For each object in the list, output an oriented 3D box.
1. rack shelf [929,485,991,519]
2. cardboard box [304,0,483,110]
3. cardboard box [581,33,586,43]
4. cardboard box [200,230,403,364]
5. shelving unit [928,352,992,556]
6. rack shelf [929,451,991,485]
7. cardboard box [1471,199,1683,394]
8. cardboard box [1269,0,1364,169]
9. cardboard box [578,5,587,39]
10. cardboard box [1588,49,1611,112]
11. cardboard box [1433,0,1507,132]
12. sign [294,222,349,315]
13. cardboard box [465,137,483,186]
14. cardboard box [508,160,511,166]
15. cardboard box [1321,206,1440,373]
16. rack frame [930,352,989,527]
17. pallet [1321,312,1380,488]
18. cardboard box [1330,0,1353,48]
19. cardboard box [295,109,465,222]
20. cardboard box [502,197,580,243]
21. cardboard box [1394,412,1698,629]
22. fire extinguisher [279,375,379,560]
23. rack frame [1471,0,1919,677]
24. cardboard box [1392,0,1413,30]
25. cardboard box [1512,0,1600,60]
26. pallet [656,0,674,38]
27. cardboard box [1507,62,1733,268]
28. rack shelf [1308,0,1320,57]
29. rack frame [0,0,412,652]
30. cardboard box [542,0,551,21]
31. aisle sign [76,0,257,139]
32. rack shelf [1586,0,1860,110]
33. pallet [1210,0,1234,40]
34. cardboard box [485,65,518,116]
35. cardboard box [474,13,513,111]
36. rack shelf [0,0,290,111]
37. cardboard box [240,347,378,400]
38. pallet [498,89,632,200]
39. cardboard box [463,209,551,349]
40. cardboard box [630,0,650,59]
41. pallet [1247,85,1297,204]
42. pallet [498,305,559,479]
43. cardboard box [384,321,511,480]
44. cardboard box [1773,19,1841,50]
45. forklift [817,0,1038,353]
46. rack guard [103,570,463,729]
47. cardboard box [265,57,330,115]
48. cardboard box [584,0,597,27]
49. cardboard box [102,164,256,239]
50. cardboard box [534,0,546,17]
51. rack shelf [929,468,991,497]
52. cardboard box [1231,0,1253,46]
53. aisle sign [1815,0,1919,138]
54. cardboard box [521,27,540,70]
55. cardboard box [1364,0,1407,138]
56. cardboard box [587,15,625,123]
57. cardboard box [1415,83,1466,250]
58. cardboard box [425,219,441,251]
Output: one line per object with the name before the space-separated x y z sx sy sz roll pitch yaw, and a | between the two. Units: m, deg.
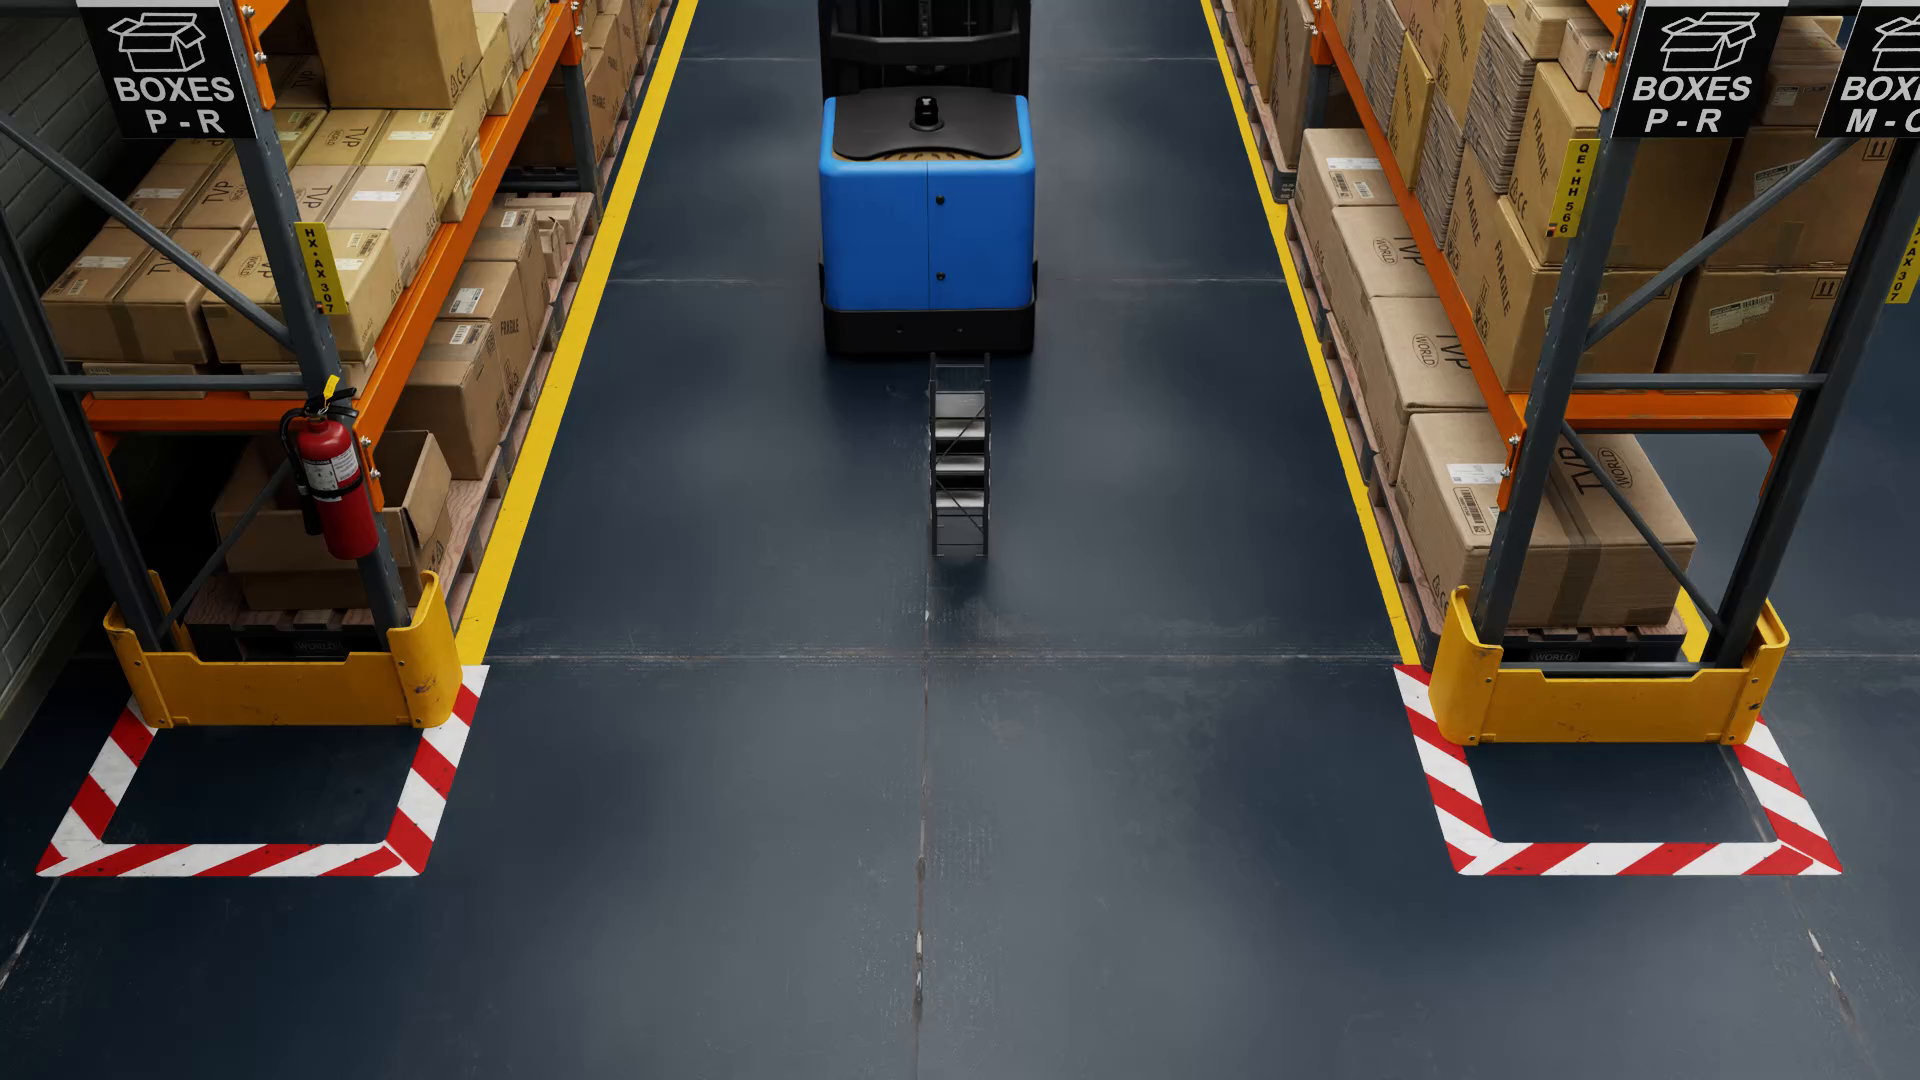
rack shelf | 0.000 -0.180 7.096 0.258 0.077 0.200 0 39 0
cardboard box | -2.282 -2.084 6.734 0.500 0.500 0.500 1 39 1
cardboard box | -2.366 -2.852 9.555 0.380 0.149 0.250 -1 39 -1
cardboard box | -2.280 -0.853 5.798 0.500 0.250 0.500 0 39 0
shelving unit | 0.000 -0.346 6.962 0.258 0.900 0.210 0 39 0
rack shelf | 0.000 -0.320 6.983 0.258 0.077 0.200 0 39 0
cardboard box | 2.149 -0.858 5.842 0.500 0.500 0.500 0 39 0
cardboard box | 2.329 -2.741 9.635 0.875 0.875 0.875 1 39 1
cardboard box | -2.336 -2.958 9.448 0.380 0.149 0.250 -2 39 -2
cardboard box | 2.214 -1.424 5.230 0.380 0.149 0.250 0 39 1
cardboard box | 2.149 -1.884 6.323 0.500 0.500 0.500 0 39 0
sign | -2.006 -0.850 5.220 0.100 0.325 0.005 0 39 0
cardboard box | -2.248 -1.590 7.036 0.380 0.149 0.250 1 39 1
cardboard box | -2.850 -2.508 9.644 0.500 0.500 0.500 0 39 0
cardboard box | 2.305 -1.230 8.100 0.875 0.438 0.875 -1 39 -1
rack frame | 0.000 -0.410 7.042 0.240 0.900 0.006 0 39 0
pallet | 2.337 -0.690 7.943 1.003 0.211 1.213 0 39 0
cardboard box | 2.149 -2.764 8.221 0.500 0.500 0.500 1 39 1
cardboard box | -2.285 -1.485 6.587 0.500 0.250 0.500 -1 39 -1
cardboard box | -2.259 -1.716 8.937 0.380 0.149 0.250 -1 39 -1
cardboard box | 2.314 -0.094 6.682 0.875 0.438 0.875 -1 39 -2
fire extinguisher | -2.087 -0.244 5.516 0.296 0.674 0.183 0 39 0
rack frame | 2.415 -0.517 5.497 1.000 3.000 0.127 0 39 0
cardboard box | 2.152 -2.514 7.109 0.500 0.500 0.500 1 39 1
cardboard box | 2.105 -1.744 5.630 0.380 0.149 0.250 0 39 0
pallet | -2.595 -3.959 12.022 1.003 0.211 1.213 0 39 0
cardboard box | 2.176 -1.248 5.529 0.500 0.500 0.500 1 39 1
rack shelf | 2.408 -3.989 10.404 1.077 0.370 4.000 0 39 0
rack frame | -2.549 -0.512 5.490 1.000 3.000 0.127 0 39 0
cardboard box | -2.301 -2.716 8.441 0.380 0.149 0.250 0 39 1
aisle sign | -2.255 -1.484 4.624 0.394 0.787 0.004 0 39 0
rack shelf | 2.412 -2.658 6.345 1.077 0.370 4.000 0 39 0
pallet | 2.331 -3.939 11.996 1.003 0.211 1.213 0 39 0
cardboard box | -2.253 -2.067 7.631 0.380 0.149 0.250 -1 39 -1
cardboard box | -2.306 -2.127 7.388 0.500 0.250 0.500 0 39 0
rack shelf | -2.551 -2.652 6.337 1.077 0.370 4.000 0 39 0
cardboard box | -2.275 -0.619 5.825 0.380 0.149 0.250 0 39 0
pallet | -2.592 -2.433 10.118 1.003 0.211 1.213 0 39 0
cardboard box | -2.418 -1.266 8.095 0.700 0.500 0.500 -1 39 -2
cardboard box | -2.330 -3.473 10.849 0.500 0.500 0.500 -1 39 -2
pallet | 2.334 -2.413 10.092 1.003 0.211 1.213 0 39 0
pallet | -2.550 -0.730 7.993 1.003 0.211 1.213 0 39 0
cardboard box | -2.417 -0.617 7.284 0.700 0.500 0.500 1 39 2
cardboard box | 2.620 -1.586 5.432 0.380 0.149 0.250 1 39 1
forklift | -0.188 -2.973 8.616 1.130 2.935 3.031 -1 39 -1
rack guard | -2.549 0.416 6.331 1.175 0.500 0.348 0 39 0
cardboard box | -2.811 -1.816 6.999 0.500 0.250 0.500 0 39 0
cardboard box | -2.391 -3.184 9.969 0.380 0.149 0.250 -1 39 -1
cardboard box | -2.814 -1.179 6.205 0.500 0.250 0.500 0 39 0
cardboard box | -2.309 -2.752 8.168 0.500 0.250 0.500 1 39 1
rack shelf | 0.000 -0.250 7.039 0.258 0.077 0.200 0 39 0
cardboard box | 2.320 -3.865 11.038 0.875 0.875 0.875 0 39 1
aisle sign | 2.705 -1.487 4.628 0.394 0.787 0.004 0 39 0
cardboard box | -2.254 -2.390 8.035 0.380 0.149 0.250 1 39 1
cardboard box | 2.139 -2.138 7.440 0.500 0.500 0.500 0 39 0
cardboard box | -2.340 -2.837 10.055 0.500 0.500 0.500 -1 39 -1
cardboard box | 2.153 -1.493 6.635 0.500 0.500 0.500 1 39 1
cardboard box | -2.302 -1.267 6.633 0.380 0.149 0.250 1 39 1
